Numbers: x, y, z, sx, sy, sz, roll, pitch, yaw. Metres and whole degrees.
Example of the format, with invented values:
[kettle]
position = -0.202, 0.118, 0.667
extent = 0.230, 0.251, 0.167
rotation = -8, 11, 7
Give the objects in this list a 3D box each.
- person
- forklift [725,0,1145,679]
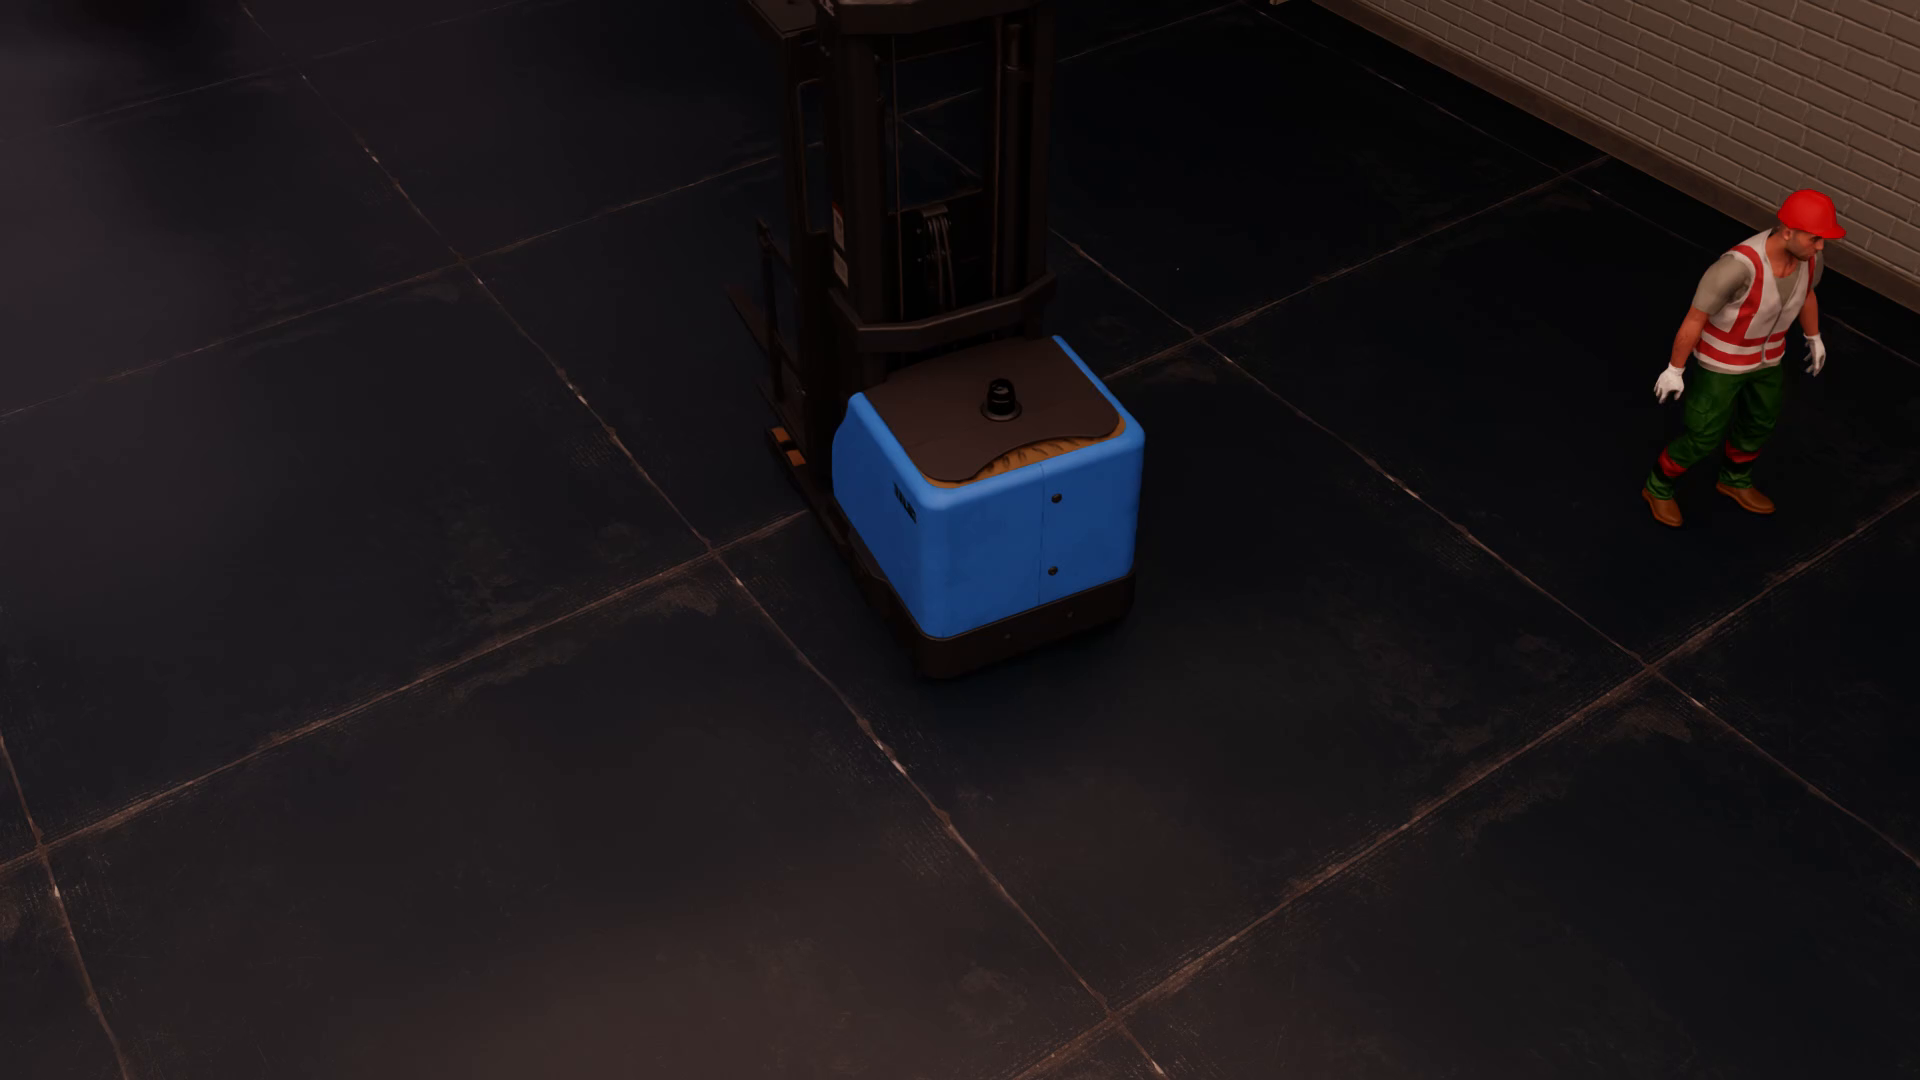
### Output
[person]
position = 3.515, -0.801, 7.451
extent = 0.794, 1.760, 0.411
rotation = -15, 45, -16
[forklift]
position = -0.320, -1.482, 7.323
extent = 1.130, 2.935, 3.031
rotation = -18, 46, -19
